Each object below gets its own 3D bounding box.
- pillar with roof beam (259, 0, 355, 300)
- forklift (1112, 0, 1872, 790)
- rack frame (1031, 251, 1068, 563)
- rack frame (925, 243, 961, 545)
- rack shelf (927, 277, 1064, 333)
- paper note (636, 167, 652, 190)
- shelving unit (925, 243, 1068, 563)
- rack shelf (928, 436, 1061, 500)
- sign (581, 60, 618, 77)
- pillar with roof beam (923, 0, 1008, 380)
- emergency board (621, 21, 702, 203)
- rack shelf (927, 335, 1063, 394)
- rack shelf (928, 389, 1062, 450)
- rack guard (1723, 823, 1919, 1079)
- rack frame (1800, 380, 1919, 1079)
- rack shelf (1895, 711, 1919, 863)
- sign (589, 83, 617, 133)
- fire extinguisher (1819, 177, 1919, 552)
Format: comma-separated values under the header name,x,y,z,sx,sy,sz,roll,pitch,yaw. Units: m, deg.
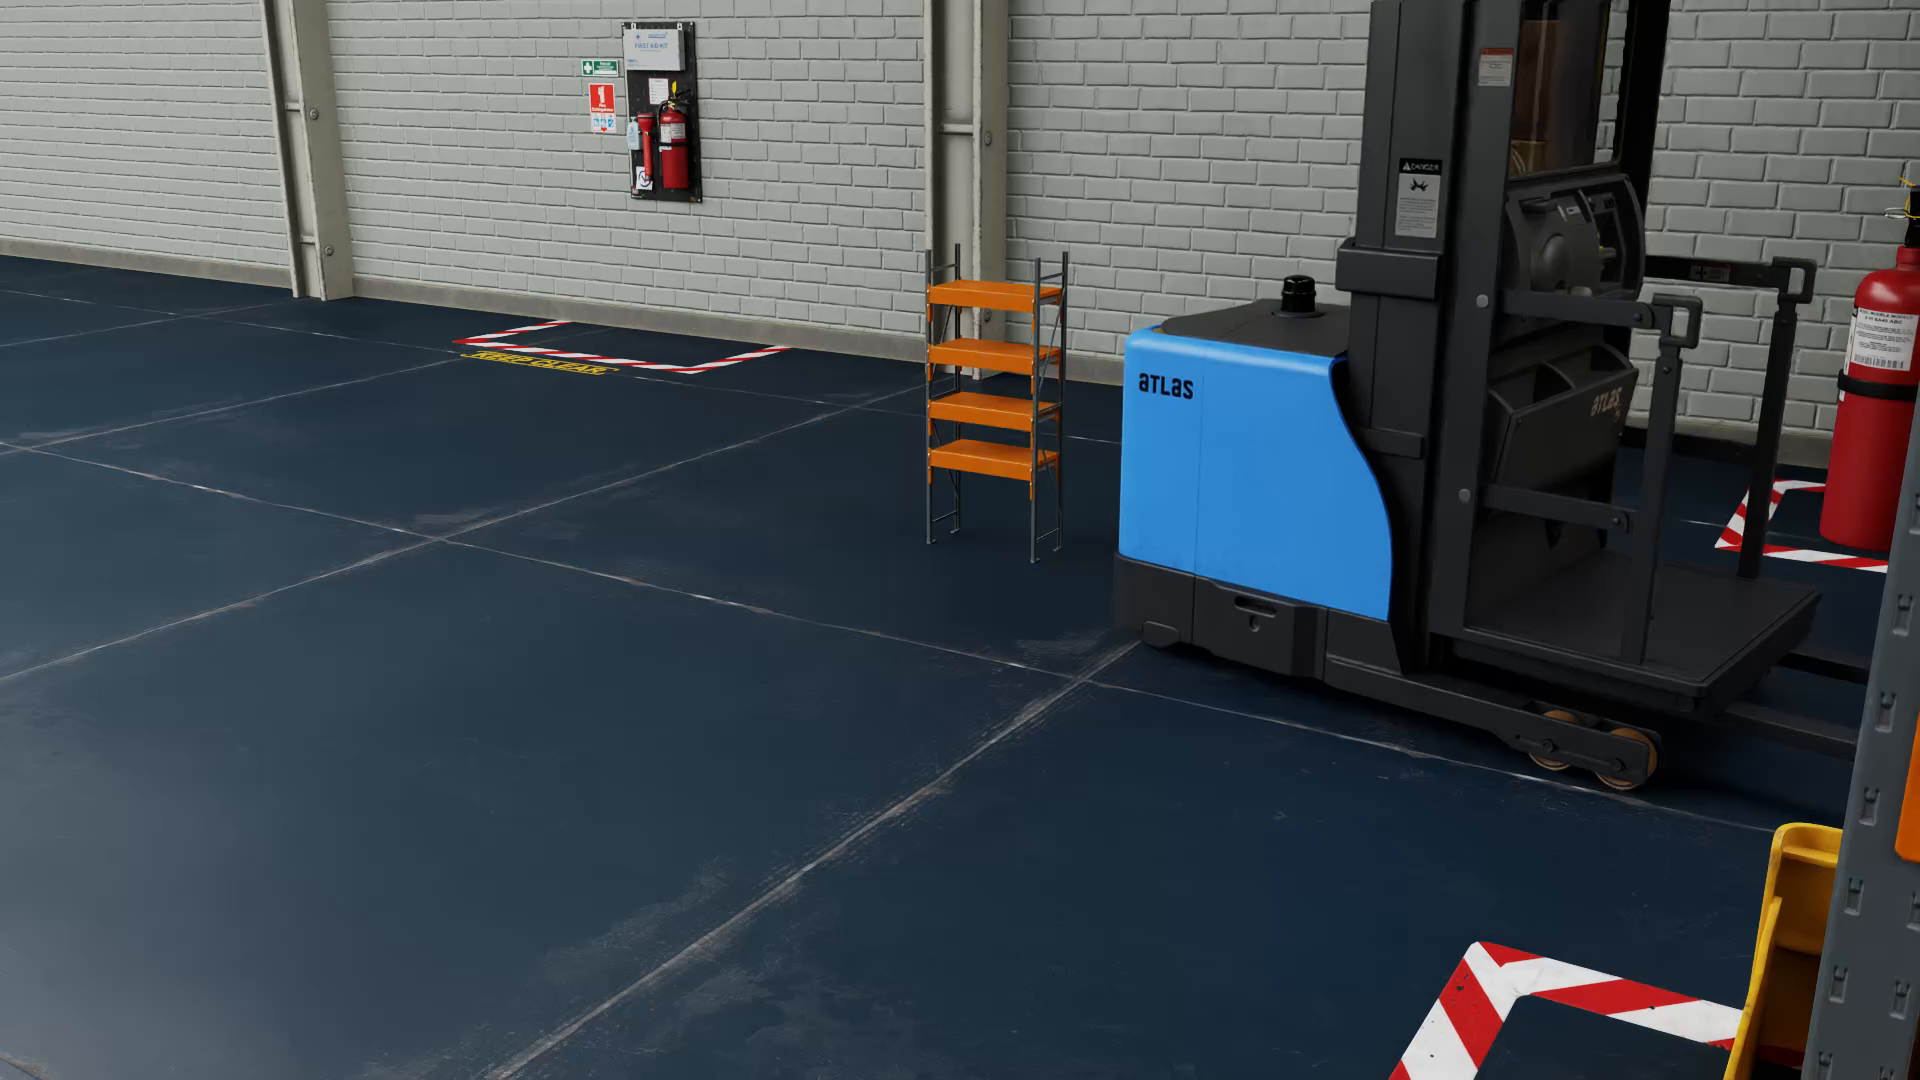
name,x,y,z,sx,sy,sz,roll,pitch,yaw
pillar with roof beam,-7.333,-5.192,8.490,0.400,9.000,9.100,10,20,30
forklift,1.964,-0.883,4.745,3.031,2.935,1.130,14,22,39
rack frame,0.349,-0.512,6.502,0.015,1.200,0.240,10,20,30
rack frame,-0.067,-0.586,6.746,0.015,1.200,0.240,10,20,30
rack shelf,0.141,-0.925,6.510,0.480,0.148,0.258,10,20,30
paper note,-2.168,-2.483,11.409,0.142,0.148,0.016,10,20,30
shelving unit,0.141,-0.549,6.624,0.503,1.200,0.258,10,20,30
rack shelf,0.141,-0.295,6.701,0.480,0.148,0.258,10,20,30
sign,-2.471,-3.237,11.405,0.331,0.109,0.001,10,20,30
pillar with roof beam,-2.220,-4.279,5.485,0.400,9.000,9.100,10,20,30
emergency board,-2.053,-2.860,11.136,0.643,1.169,0.194,10,20,30
rack shelf,0.141,-0.699,6.578,0.480,0.148,0.258,10,20,30
rack shelf,0.141,-0.485,6.643,0.480,0.148,0.258,10,20,30
rack guard,1.487,0.965,2.843,0.348,0.500,1.175,10,20,30
rack frame,1.507,-0.227,2.467,0.127,3.000,1.000,10,20,30
rack shelf,3.211,0.422,1.570,4.000,0.370,1.077,10,20,30
sign,-2.470,-2.987,11.492,0.234,0.329,0.001,10,20,30
fire extinguisher,1.650,-0.323,2.916,0.183,0.674,0.296,10,20,30
